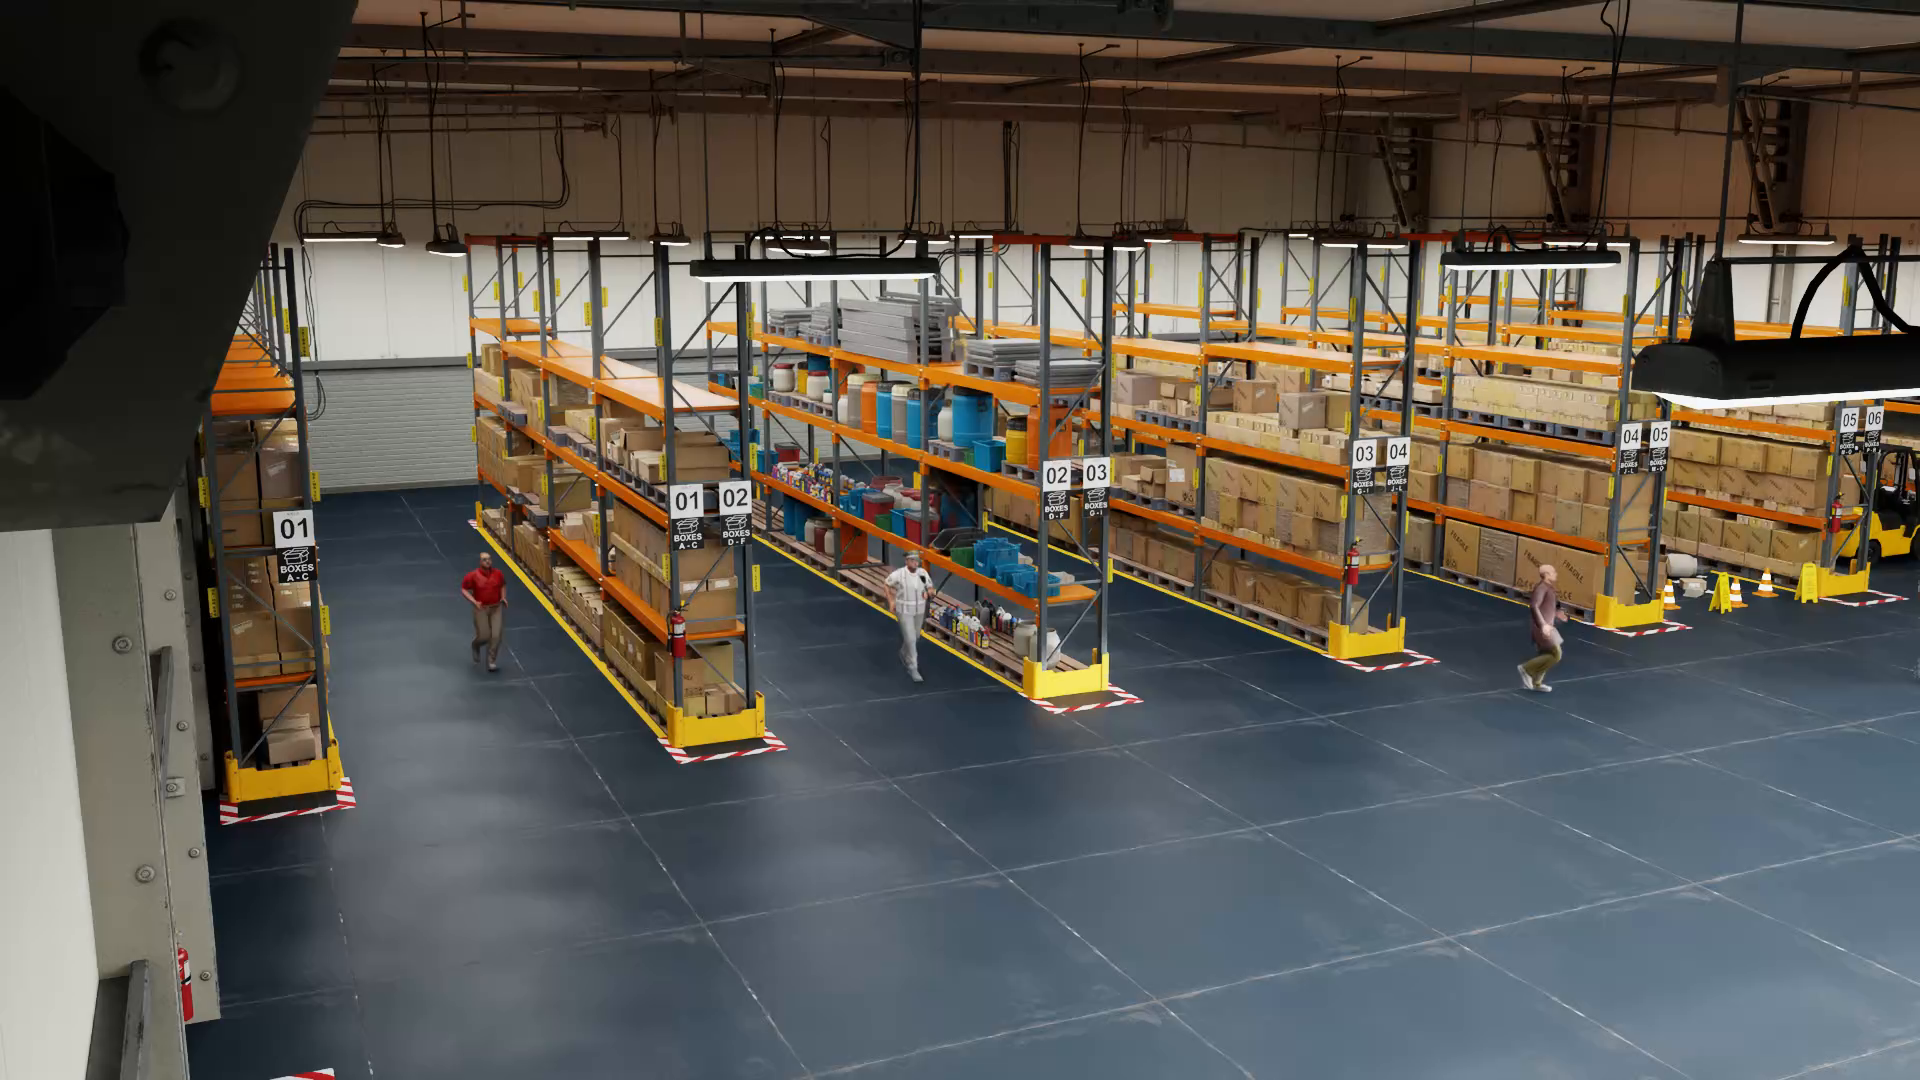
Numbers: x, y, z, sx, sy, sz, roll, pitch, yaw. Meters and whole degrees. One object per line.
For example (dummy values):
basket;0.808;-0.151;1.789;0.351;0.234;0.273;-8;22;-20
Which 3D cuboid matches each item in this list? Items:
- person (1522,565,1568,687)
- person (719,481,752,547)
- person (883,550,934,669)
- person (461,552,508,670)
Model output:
person;7.906;1.154;22.435;0.573;1.679;0.725;3;11;14
person;9.502;0.817;20.559;20.930;3.188;13.285;7;13;30
person;-0.692;0.941;23.228;0.665;1.685;0.752;-6;13;-29
person;-6.717;0.993;23.585;0.649;1.680;0.595;-8;14;-36
